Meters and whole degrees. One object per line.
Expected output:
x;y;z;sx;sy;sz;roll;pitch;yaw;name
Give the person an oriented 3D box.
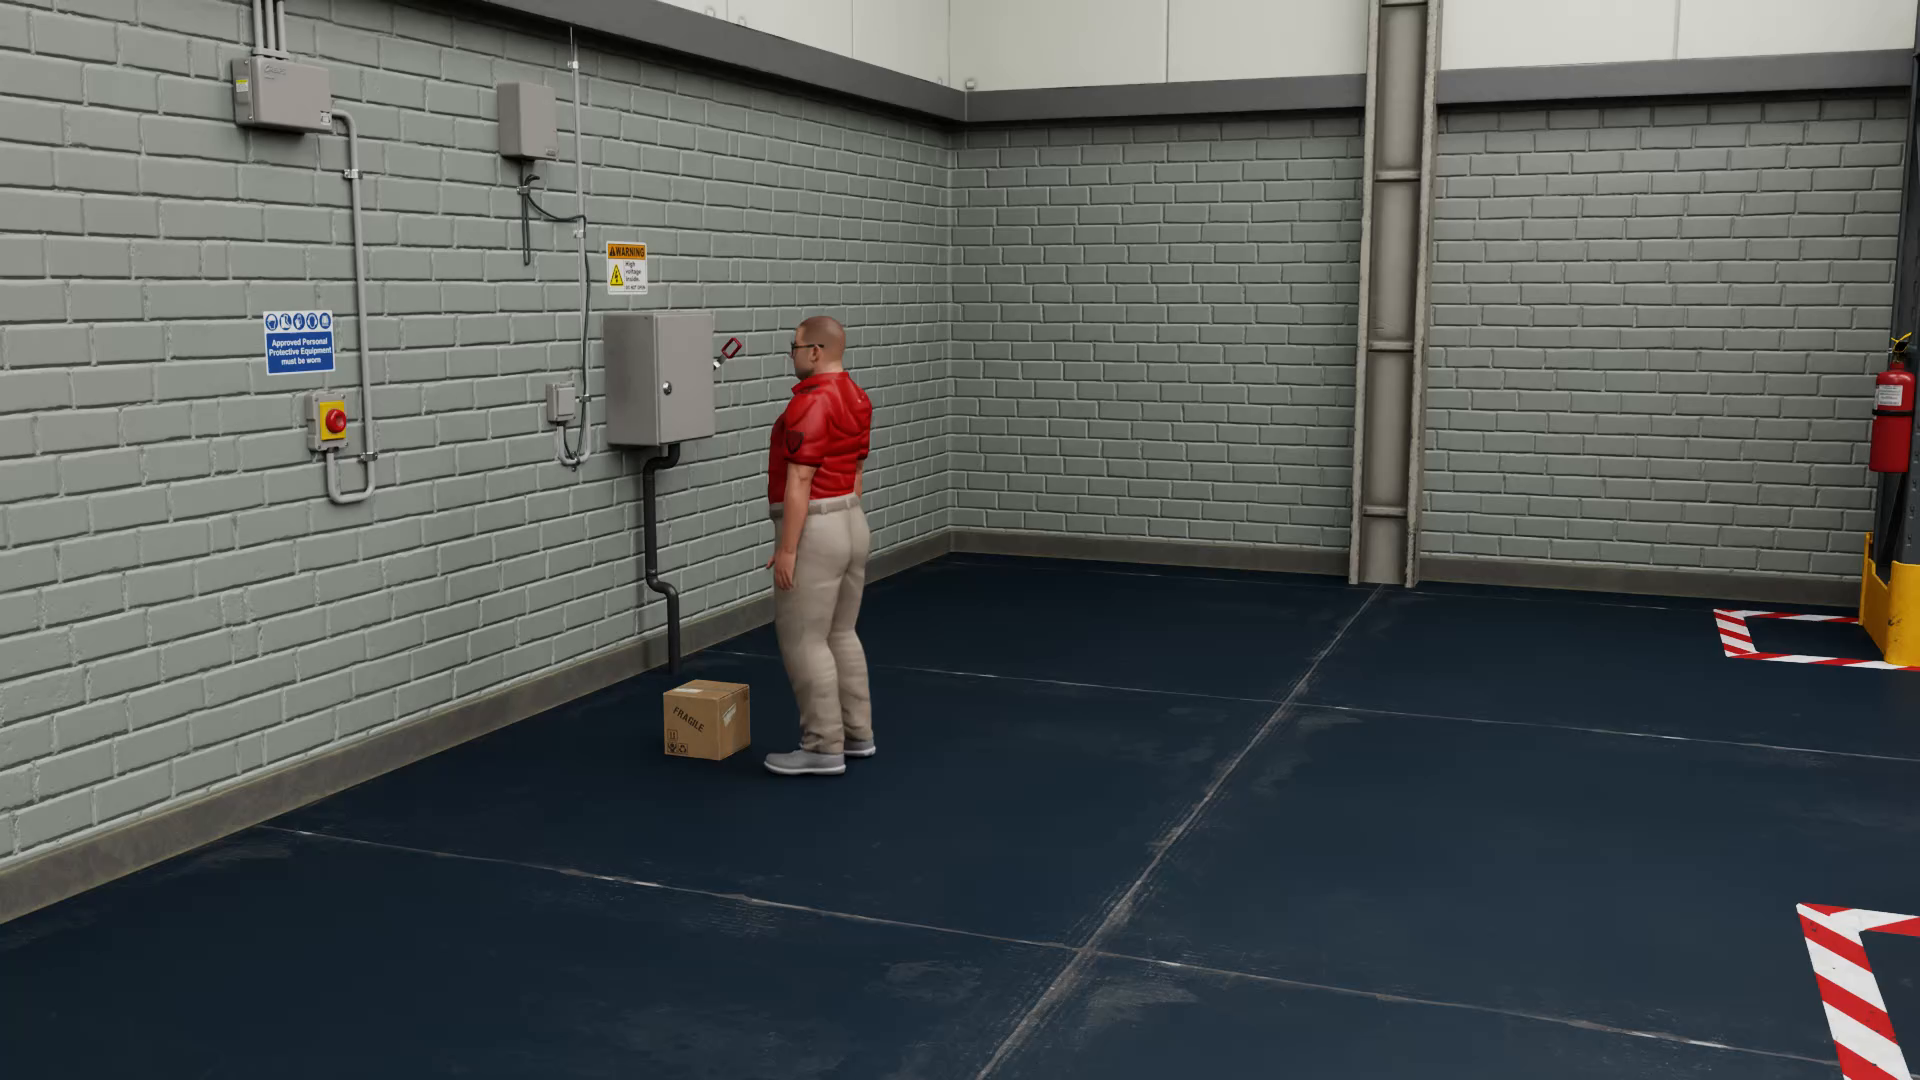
-0.555;0.017;6.316;0.361;1.723;0.526;4;9;23;person
